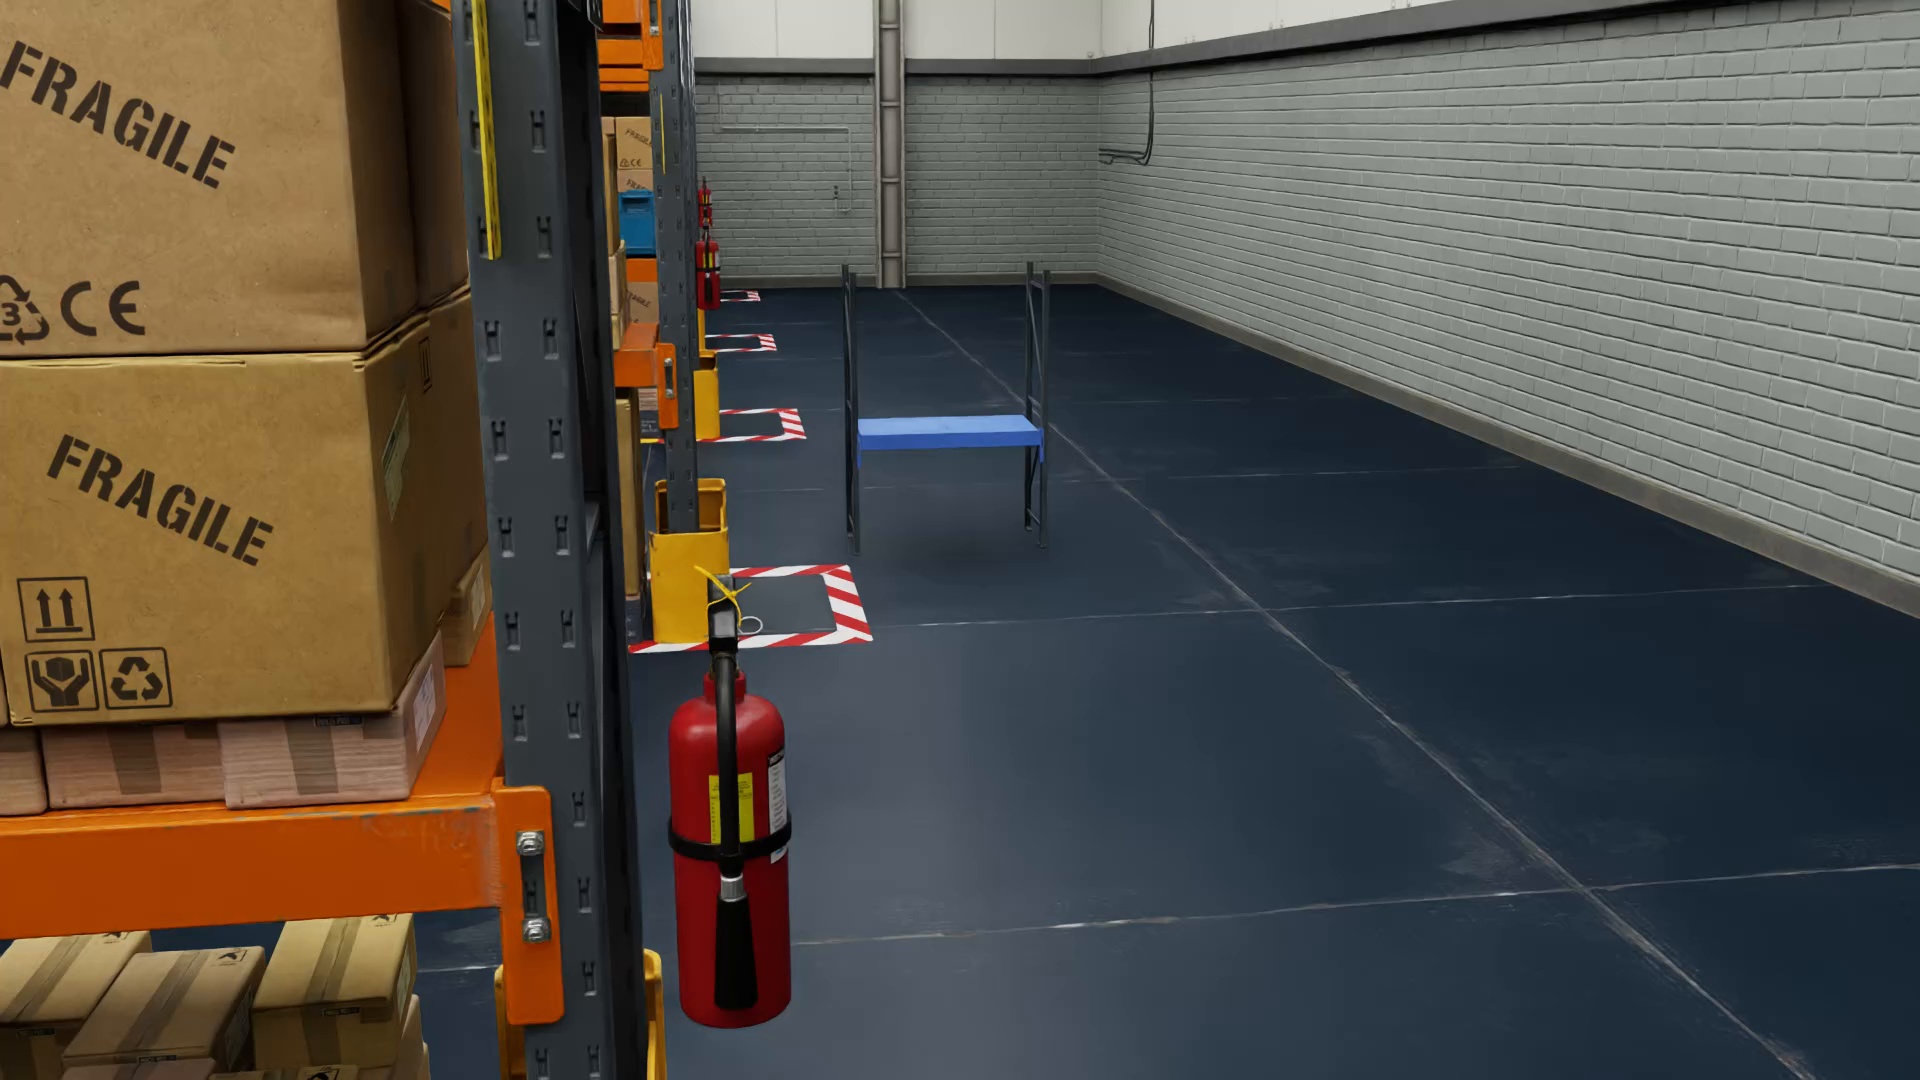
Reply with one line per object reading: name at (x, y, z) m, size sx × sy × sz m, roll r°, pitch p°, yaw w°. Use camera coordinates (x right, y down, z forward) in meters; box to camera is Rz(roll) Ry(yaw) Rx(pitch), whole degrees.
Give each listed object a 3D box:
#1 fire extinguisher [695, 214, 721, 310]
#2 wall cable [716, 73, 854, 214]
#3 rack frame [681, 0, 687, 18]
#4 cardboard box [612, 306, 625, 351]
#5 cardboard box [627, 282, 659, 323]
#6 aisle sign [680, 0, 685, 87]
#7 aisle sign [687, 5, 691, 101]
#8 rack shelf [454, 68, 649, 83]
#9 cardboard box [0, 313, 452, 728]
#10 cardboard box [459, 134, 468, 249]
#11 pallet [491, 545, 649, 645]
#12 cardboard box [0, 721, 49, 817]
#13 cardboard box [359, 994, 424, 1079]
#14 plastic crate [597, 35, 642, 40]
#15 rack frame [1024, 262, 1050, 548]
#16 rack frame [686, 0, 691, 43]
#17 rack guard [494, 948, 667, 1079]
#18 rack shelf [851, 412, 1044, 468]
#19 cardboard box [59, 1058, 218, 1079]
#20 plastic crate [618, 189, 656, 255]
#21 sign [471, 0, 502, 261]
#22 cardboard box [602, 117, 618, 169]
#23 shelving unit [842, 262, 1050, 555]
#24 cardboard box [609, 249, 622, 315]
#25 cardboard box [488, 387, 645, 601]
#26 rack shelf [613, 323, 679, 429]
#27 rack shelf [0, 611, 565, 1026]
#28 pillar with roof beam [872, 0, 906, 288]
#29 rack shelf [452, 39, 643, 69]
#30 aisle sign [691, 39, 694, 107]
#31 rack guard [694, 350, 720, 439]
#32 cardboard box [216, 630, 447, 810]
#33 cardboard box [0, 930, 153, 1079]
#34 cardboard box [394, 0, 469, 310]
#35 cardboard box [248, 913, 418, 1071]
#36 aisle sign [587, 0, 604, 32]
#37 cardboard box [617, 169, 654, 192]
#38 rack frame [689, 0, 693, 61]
fire extinguisher at (-1.820, -2.006, 11.978) m, size 0.183 × 0.674 × 0.296 m, roll -2°, pitch 14°, yaw -8°
wall cable at (-2.388, -5.478, 22.808) m, size 1.851 × 1.984 × 0.084 m, roll -2°, pitch 14°, yaw -8°
rack frame at (-2.037, -5.238, 11.608) m, size 0.127 × 3.000 × 1.000 m, roll -2°, pitch 14°, yaw -8°
cardboard box at (-1.602, -0.922, 7.250) m, size 0.250 × 0.149 × 0.380 m, roll -2°, pitch 14°, yaw -7°
cardboard box at (-3.272, -2.441, 17.025) m, size 0.500 × 0.500 × 0.500 m, roll -2°, pitch 14°, yaw -8°
aisle sign at (-1.273, -2.472, 7.569) m, size 0.004 × 0.787 × 0.394 m, roll -2°, pitch 14°, yaw -8°
aisle sign at (-2.010, -3.663, 12.316) m, size 0.004 × 0.787 × 0.394 m, roll -2°, pitch 14°, yaw -8°
rack shelf at (-4.749, -4.553, 16.523) m, size 4.000 × 0.370 × 1.077 m, roll -2°, pitch 14°, yaw -8°
cardboard box at (-1.066, -0.054, 2.455) m, size 0.500 × 0.500 × 0.500 m, roll -2°, pitch 14°, yaw -7°
cardboard box at (-2.309, -1.601, 7.595) m, size 0.500 × 0.500 × 0.500 m, roll -2°, pitch 14°, yaw -10°
pallet at (-2.078, 0.264, 7.735) m, size 1.213 × 0.211 × 1.003 m, roll -2°, pitch 14°, yaw -8°
cardboard box at (-1.438, 0.275, 2.477) m, size 0.250 × 0.149 × 0.380 m, roll -2°, pitch 14°, yaw -9°
cardboard box at (-1.217, 1.052, 3.245) m, size 0.250 × 0.149 × 0.380 m, roll -1°, pitch 14°, yaw -6°
plastic crate at (-2.459, -3.772, 12.200) m, size 0.590 × 0.269 × 0.497 m, roll -2°, pitch 14°, yaw -8°
rack frame at (0.418, -0.743, 9.101) m, size 0.032 × 1.500 × 0.500 m, roll -2°, pitch 14°, yaw -8°
rack frame at (-2.771, -6.429, 16.359) m, size 0.127 × 3.000 × 1.000 m, roll -2°, pitch 14°, yaw -8°
rack guard at (-0.735, 1.276, 3.108) m, size 0.348 × 0.500 × 1.175 m, roll -2°, pitch 14°, yaw -8°
rack shelf at (-0.084, -0.550, 9.071) m, size 1.000 × 0.185 × 0.538 m, roll -2°, pitch 14°, yaw -8°
cardboard box at (-1.403, 1.026, 2.737) m, size 0.250 × 0.149 × 0.380 m, roll -2°, pitch 14°, yaw -7°
plastic crate at (-2.340, -2.317, 12.098) m, size 0.499 × 0.435 × 0.616 m, roll -2°, pitch 14°, yaw -8°
sign at (-0.597, -0.520, 2.100) m, size 0.005 × 0.325 × 0.100 m, roll -2°, pitch 14°, yaw -8°
cardboard box at (-3.670, -3.952, 16.553) m, size 0.500 × 0.500 × 0.500 m, roll -2°, pitch 14°, yaw -7°
shelving unit at (-0.084, -0.724, 9.027) m, size 1.048 × 1.500 × 0.538 m, roll -2°, pitch 14°, yaw -8°
cardboard box at (-1.739, -1.127, 7.244) m, size 0.500 × 0.250 × 0.500 m, roll -2°, pitch 14°, yaw -9°
cardboard box at (-1.920, -0.267, 7.625) m, size 0.875 × 0.875 × 0.875 m, roll -2°, pitch 14°, yaw -8°
rack shelf at (-3.277, -0.715, 7.385) m, size 4.000 × 0.370 × 1.077 m, roll -2°, pitch 14°, yaw -8°
rack shelf at (-2.638, 0.482, 2.613) m, size 4.000 × 0.370 × 1.077 m, roll -2°, pitch 14°, yaw -8°
pillar with roof beam at (-0.331, -6.891, 18.201) m, size 0.400 × 9.000 × 9.100 m, roll -2°, pitch 14°, yaw -8°
rack shelf at (-4.015, -3.361, 11.771) m, size 4.000 × 0.370 × 1.077 m, roll -2°, pitch 14°, yaw -8°
aisle sign at (-2.748, -4.853, 17.064) m, size 0.004 × 0.787 × 0.394 m, roll -2°, pitch 14°, yaw -8°
rack guard at (-2.015, -1.119, 12.657) m, size 0.348 × 0.500 × 1.175 m, roll -2°, pitch 14°, yaw -8°
cardboard box at (-0.941, 0.262, 2.527) m, size 0.250 × 0.149 × 0.380 m, roll -2°, pitch 14°, yaw -8°
cardboard box at (-1.752, 0.905, 3.220) m, size 0.250 × 0.149 × 0.380 m, roll -2°, pitch 14°, yaw -8°
cardboard box at (-1.144, -0.665, 2.835) m, size 0.500 × 0.500 × 0.500 m, roll -2°, pitch 14°, yaw -9°
cardboard box at (-1.229, 0.888, 3.288) m, size 0.250 × 0.149 × 0.380 m, roll -3°, pitch 14°, yaw -11°
aisle sign at (-0.633, -1.275, 2.797) m, size 0.004 × 0.787 × 0.394 m, roll -2°, pitch 14°, yaw -8°
cardboard box at (-3.174, -3.486, 16.751) m, size 0.500 × 0.500 × 0.500 m, roll -2°, pitch 14°, yaw -7°
rack frame at (-3.513, -7.621, 21.110) m, size 0.127 × 3.000 × 1.000 m, roll -2°, pitch 14°, yaw -8°
